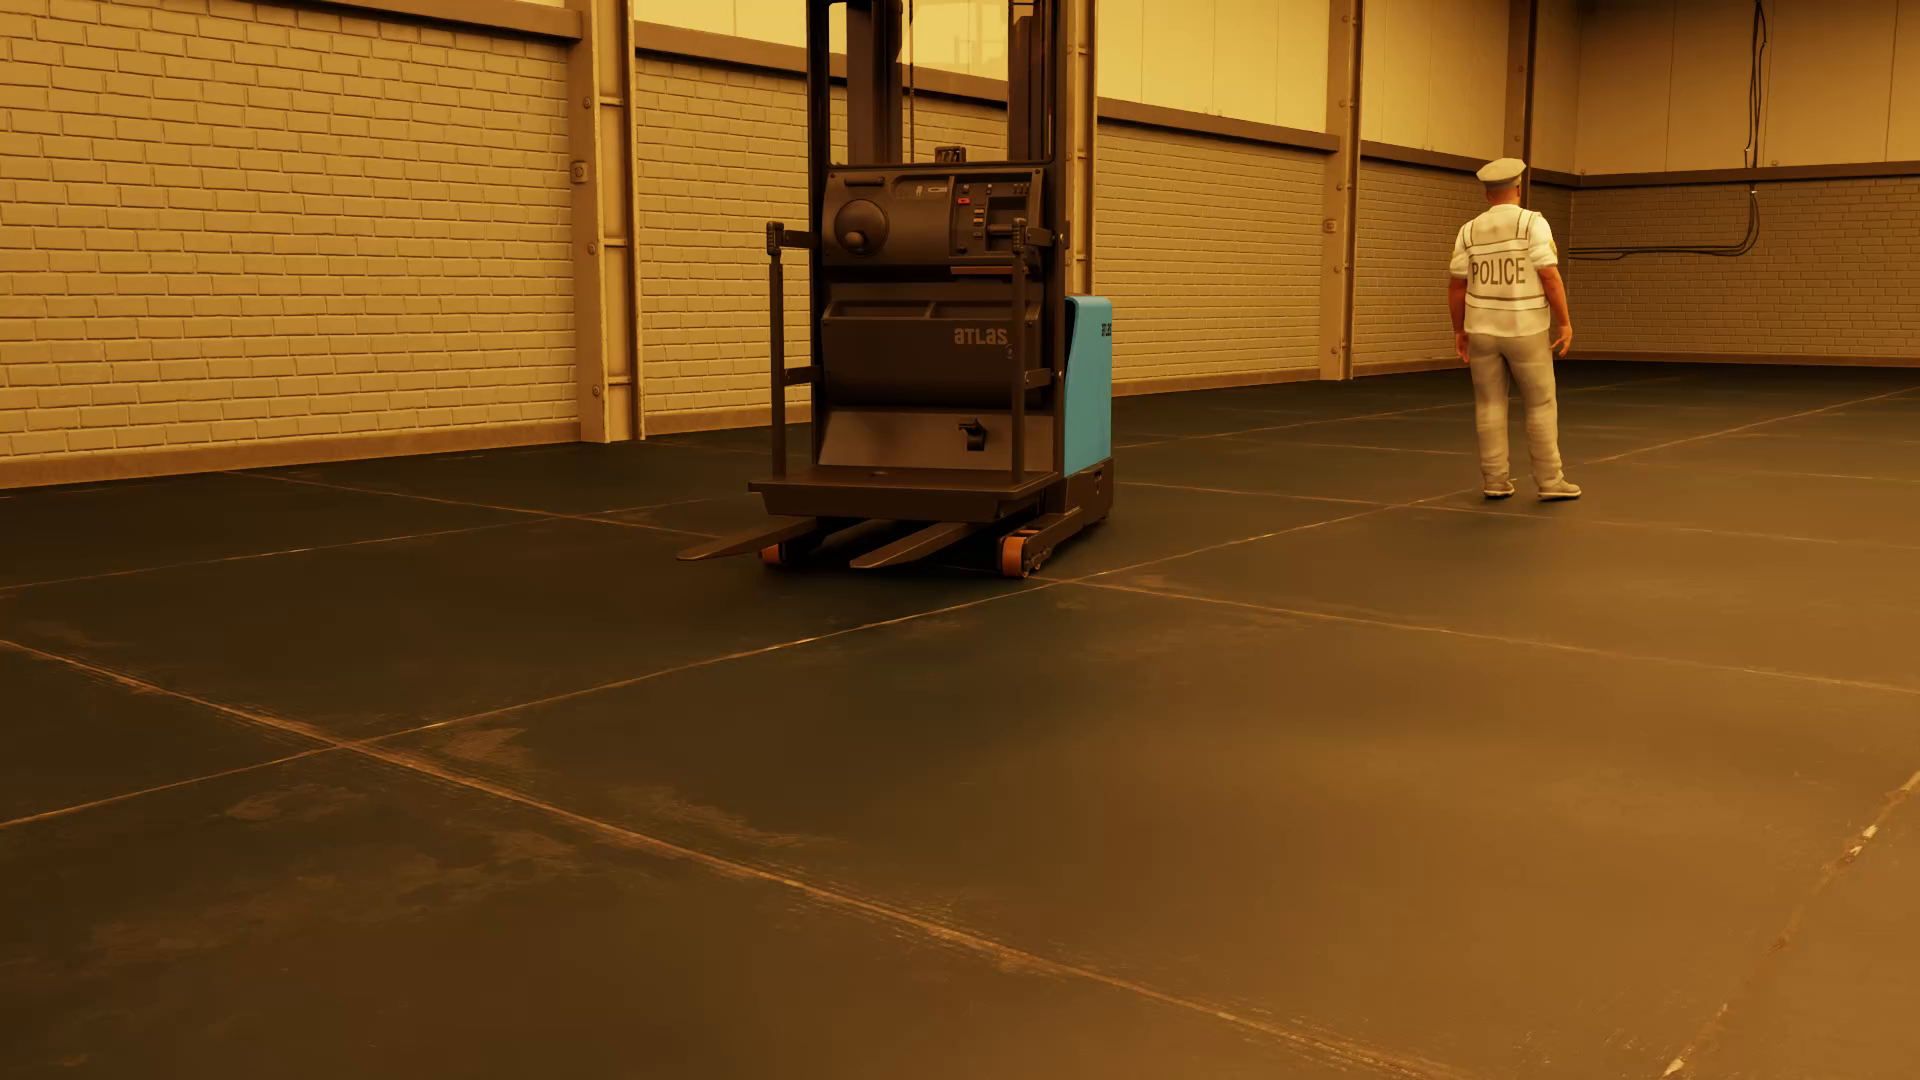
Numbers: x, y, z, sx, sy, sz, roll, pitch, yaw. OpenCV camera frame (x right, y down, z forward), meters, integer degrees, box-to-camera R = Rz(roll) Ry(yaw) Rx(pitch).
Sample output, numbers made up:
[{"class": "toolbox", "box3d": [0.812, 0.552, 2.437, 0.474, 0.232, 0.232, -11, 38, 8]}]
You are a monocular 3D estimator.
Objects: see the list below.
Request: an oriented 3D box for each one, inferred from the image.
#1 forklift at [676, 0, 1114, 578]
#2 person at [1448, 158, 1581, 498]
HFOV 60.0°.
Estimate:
[{"class": "forklift", "box3d": [-0.176, -1.366, 6.616, 1.130, 2.935, 3.031, 3, 9, 17]}, {"class": "person", "box3d": [2.947, -1.116, 8.828, 0.640, 1.781, 0.576, 7, 11, 39]}]
